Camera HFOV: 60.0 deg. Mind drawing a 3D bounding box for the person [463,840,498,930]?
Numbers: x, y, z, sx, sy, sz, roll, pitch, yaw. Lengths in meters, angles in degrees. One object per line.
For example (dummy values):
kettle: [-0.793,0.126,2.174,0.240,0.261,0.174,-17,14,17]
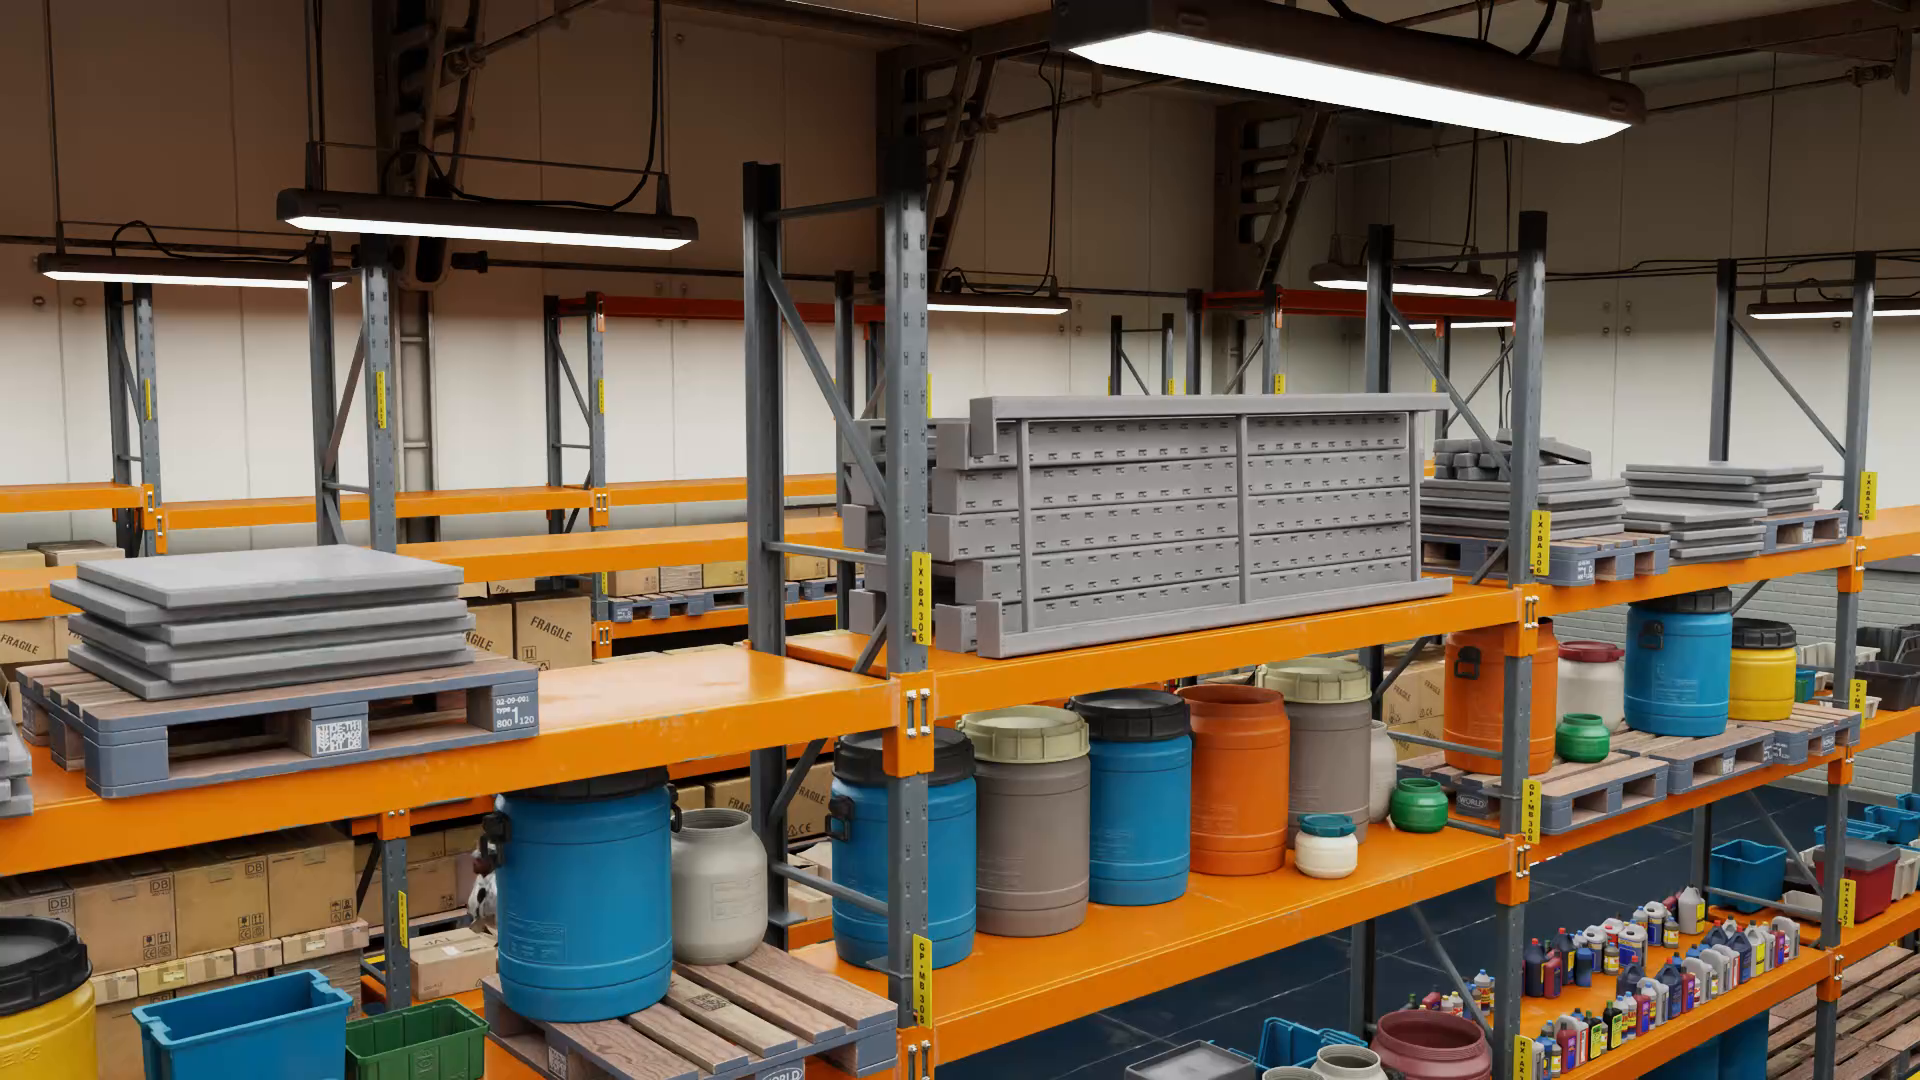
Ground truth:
person: [-3.616,3.106,12.816,0.598,1.654,0.576,-5,7,-41]
